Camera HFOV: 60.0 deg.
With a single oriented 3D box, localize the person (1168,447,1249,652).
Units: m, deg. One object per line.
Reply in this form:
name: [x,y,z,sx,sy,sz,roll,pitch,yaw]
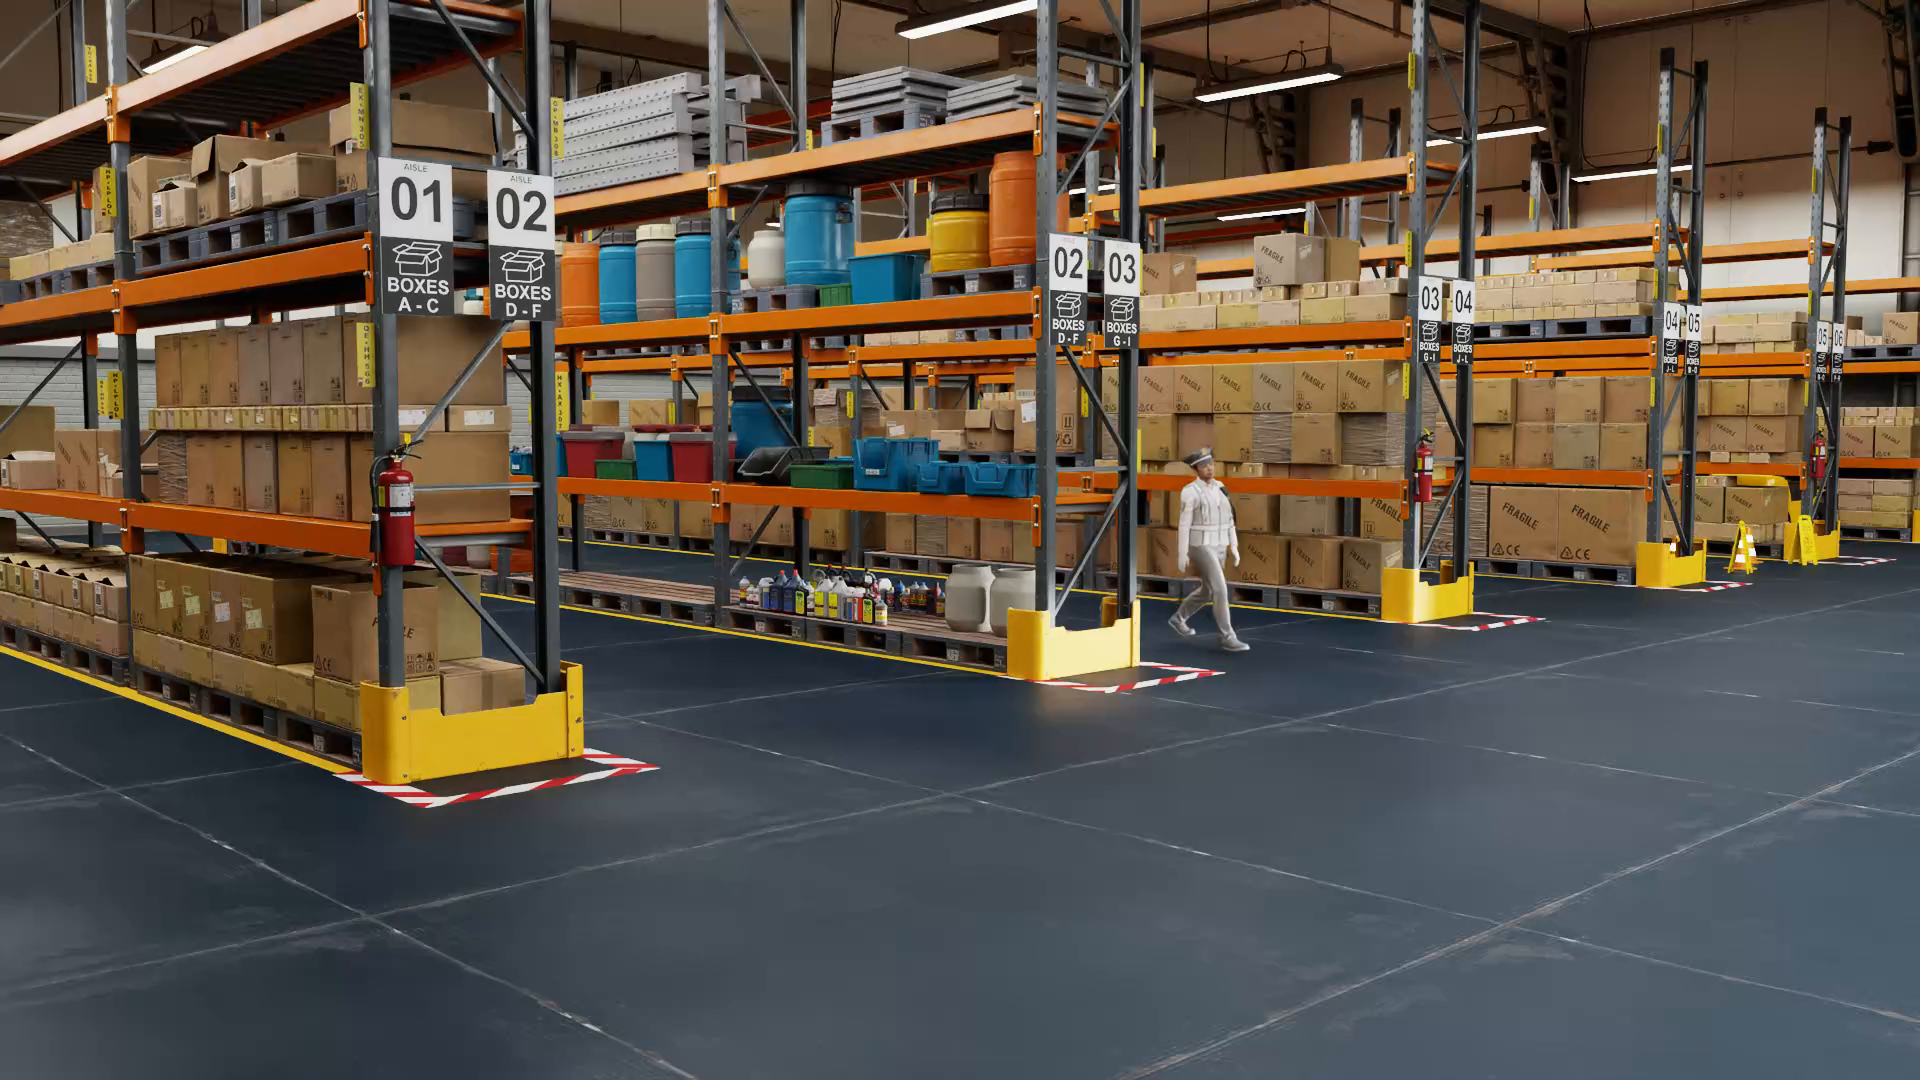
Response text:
person: [2.022,0.059,13.553,0.505,1.637,0.926,-3,5,-38]
